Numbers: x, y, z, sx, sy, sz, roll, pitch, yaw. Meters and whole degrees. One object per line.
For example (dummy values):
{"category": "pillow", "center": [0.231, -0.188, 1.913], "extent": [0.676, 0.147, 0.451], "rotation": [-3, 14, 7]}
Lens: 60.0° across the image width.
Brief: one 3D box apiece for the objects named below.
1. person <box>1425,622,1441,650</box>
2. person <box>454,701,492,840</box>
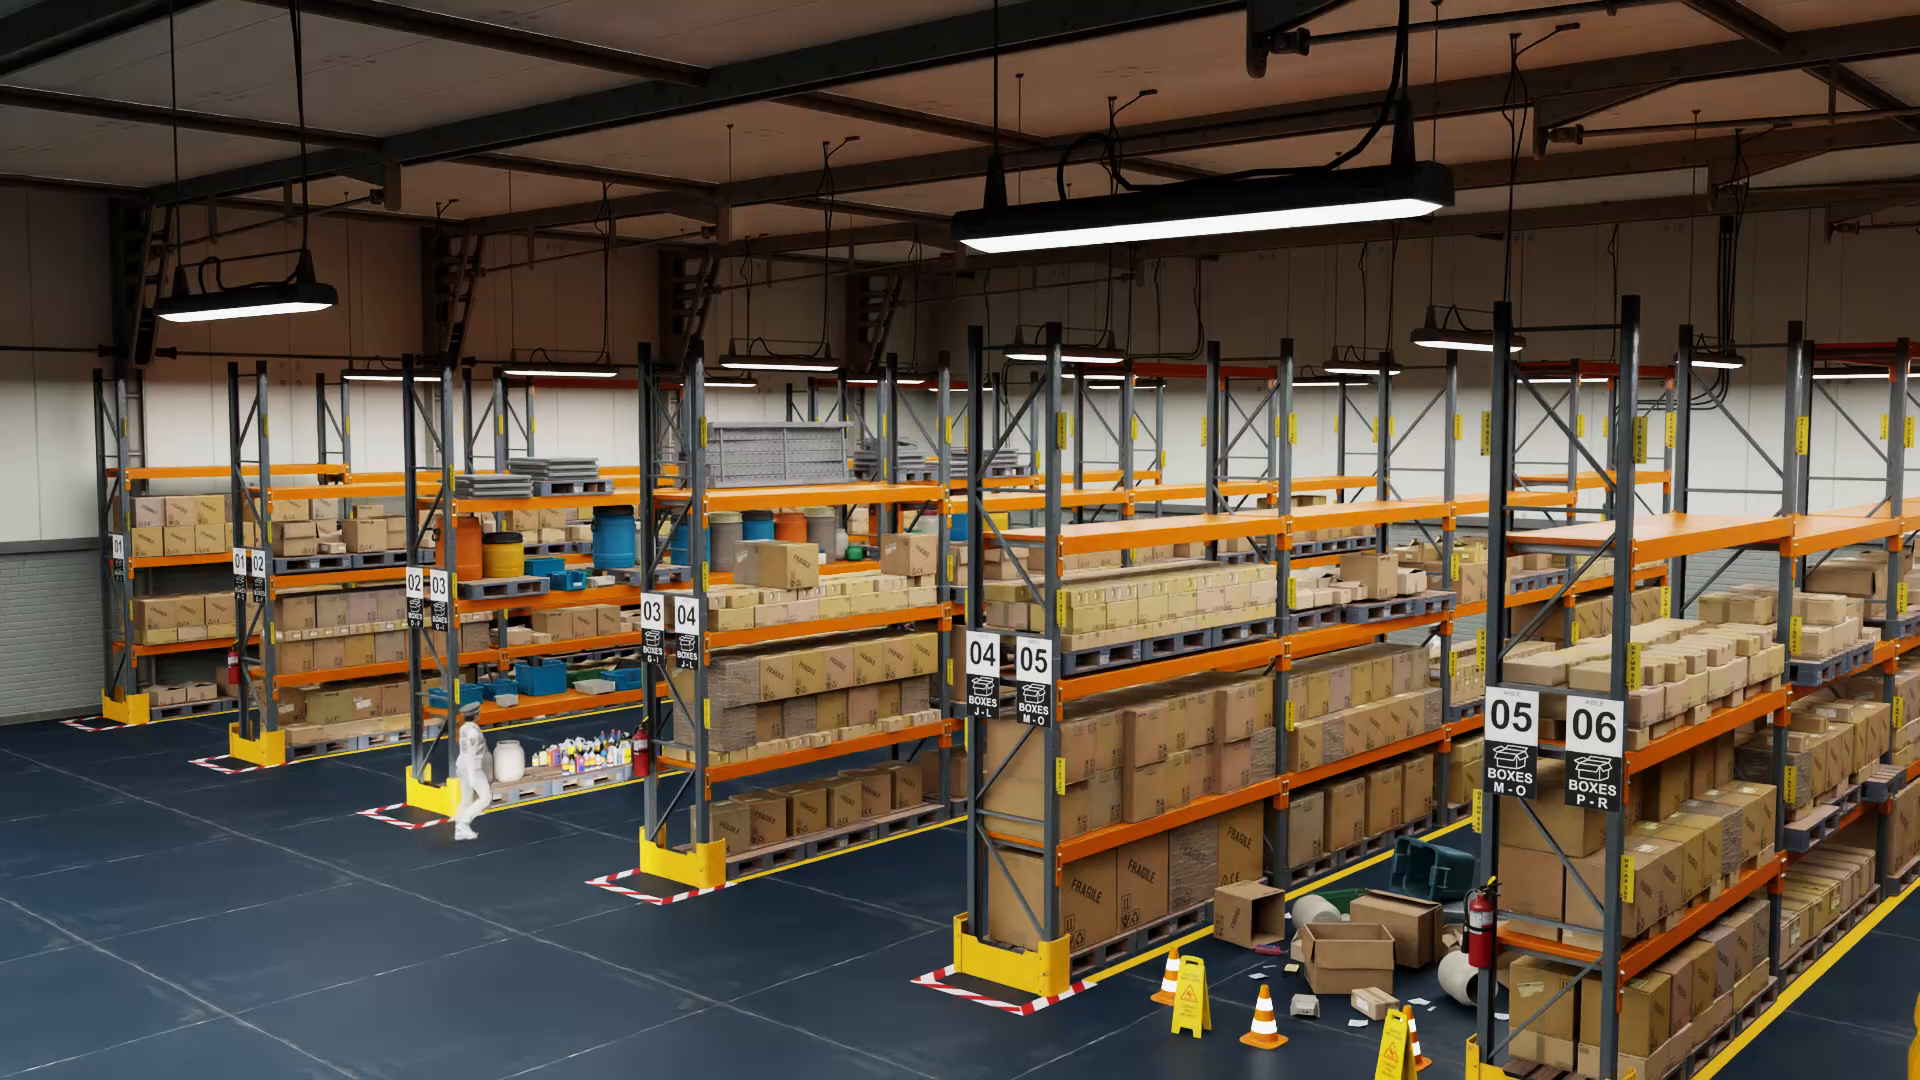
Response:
{"category": "person", "center": [8.203, 2.234, 28.512], "extent": [0.732, 1.655, 0.512], "rotation": [-1, 4, -16]}
{"category": "person", "center": [-6.008, 2.829, 20.353], "extent": [0.436, 1.661, 0.515], "rotation": [-3, 5, -35]}
